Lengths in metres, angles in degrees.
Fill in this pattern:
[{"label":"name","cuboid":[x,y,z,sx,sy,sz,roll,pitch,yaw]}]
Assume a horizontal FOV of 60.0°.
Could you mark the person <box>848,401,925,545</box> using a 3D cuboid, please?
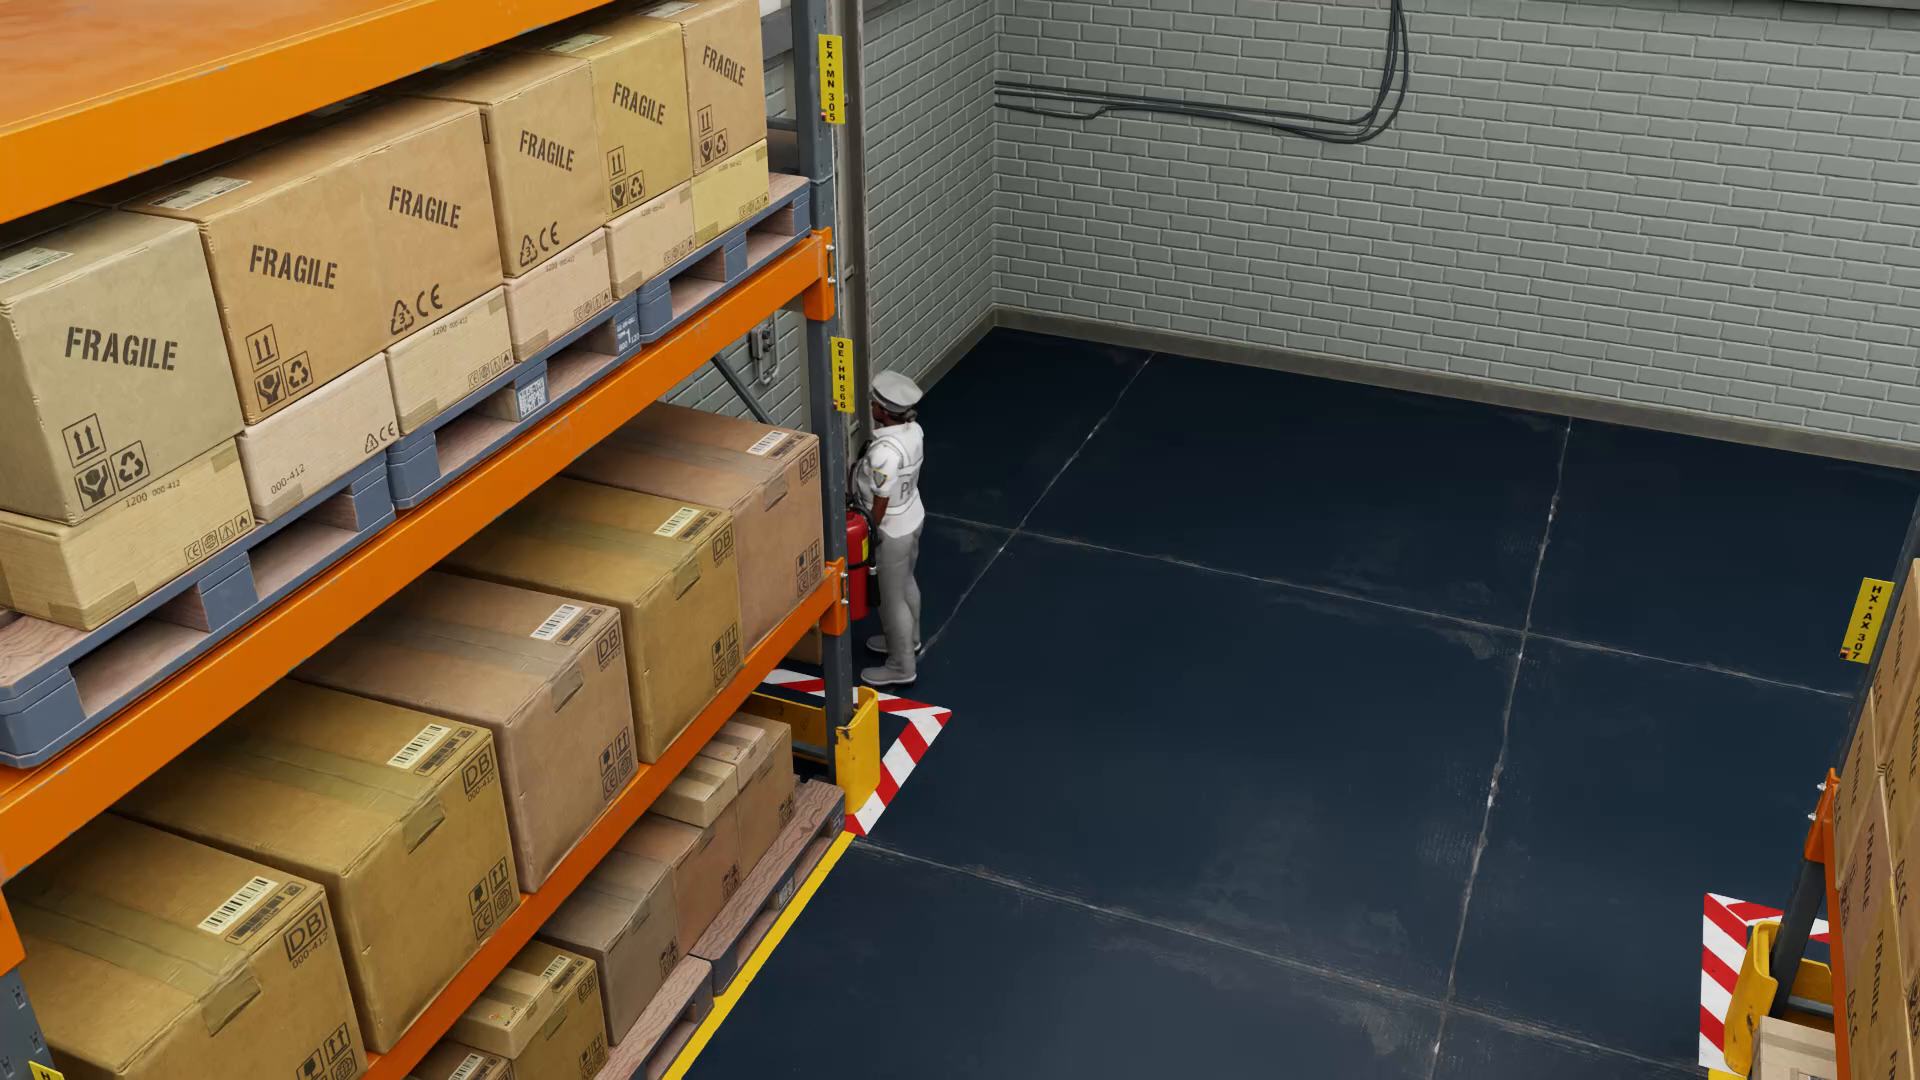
[{"label":"person","cuboid":[-0.352,-0.339,8.286,0.333,0.991,0.447,8,31,14]}]
